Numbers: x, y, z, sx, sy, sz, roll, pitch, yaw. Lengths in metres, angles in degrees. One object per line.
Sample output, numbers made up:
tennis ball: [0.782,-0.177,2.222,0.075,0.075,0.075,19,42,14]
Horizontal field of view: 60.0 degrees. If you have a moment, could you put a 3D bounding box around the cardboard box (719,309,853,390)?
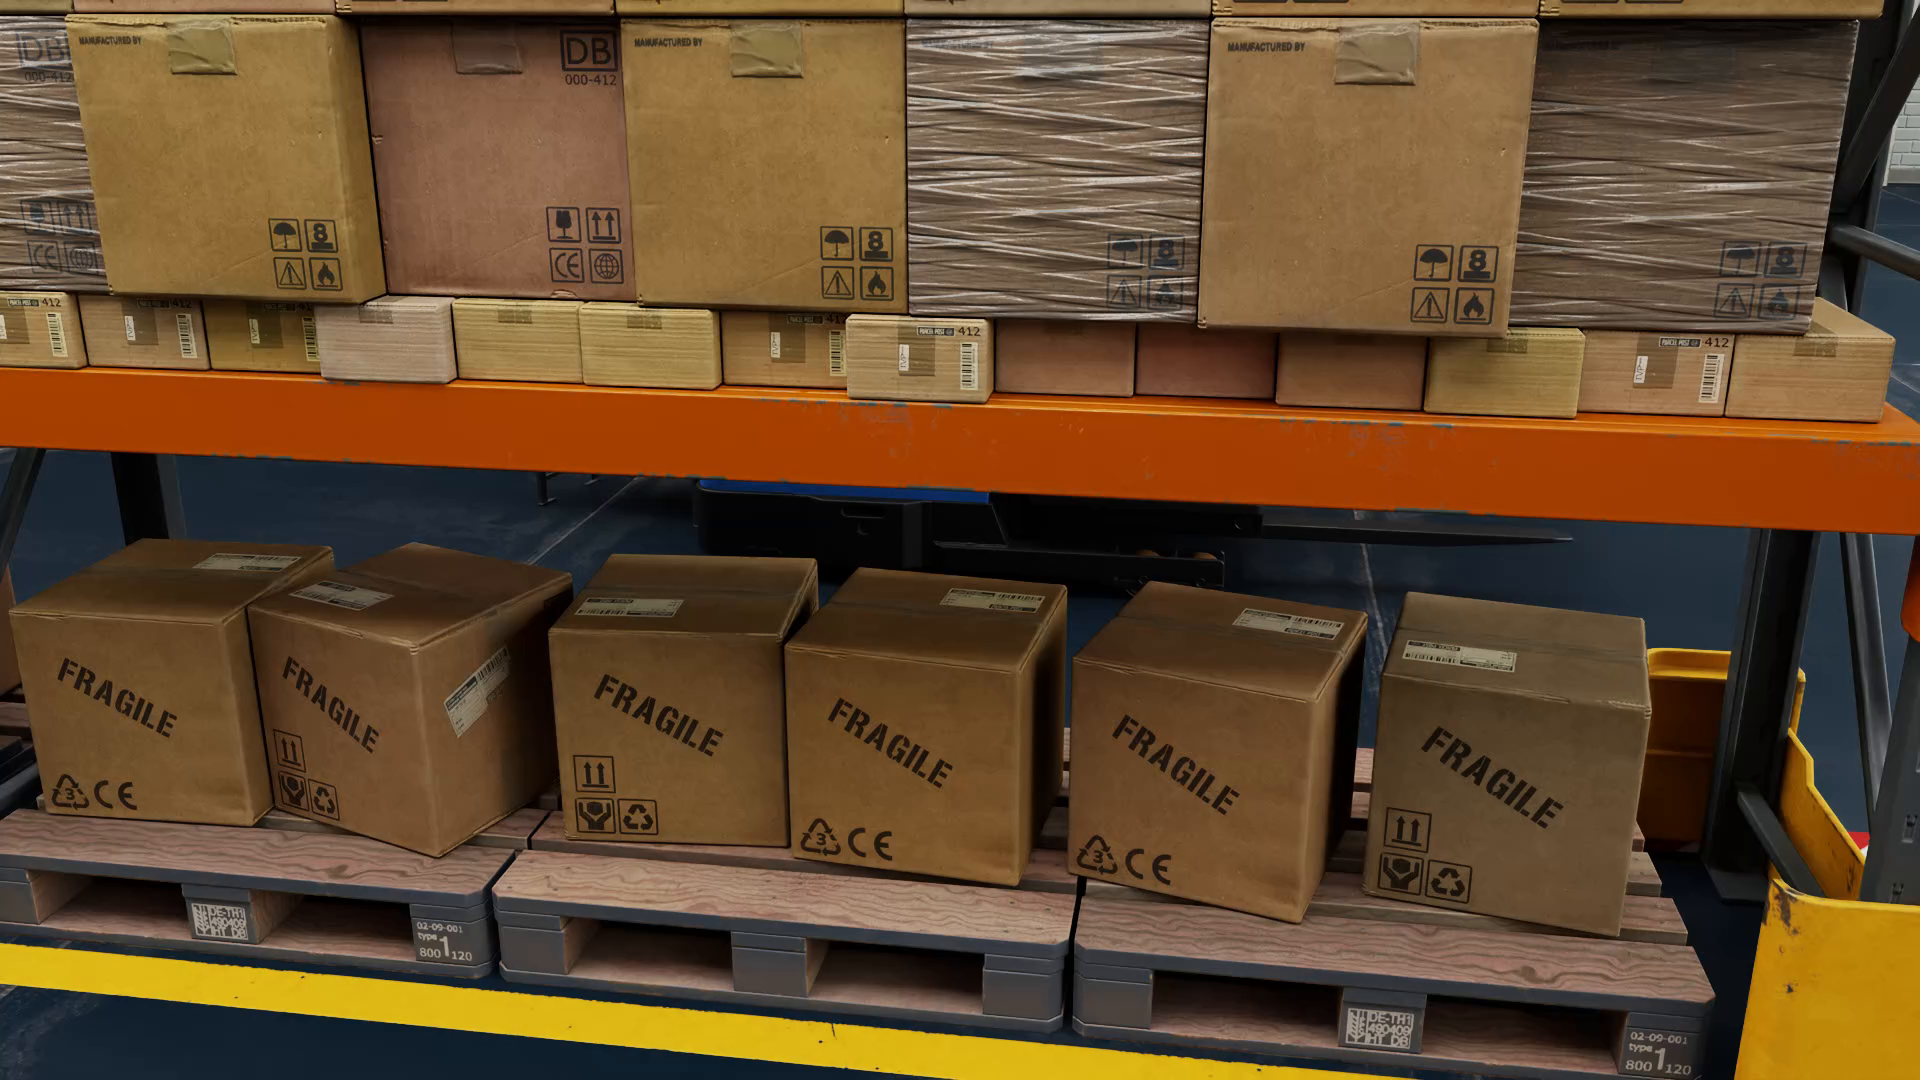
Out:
cardboard box: [-0.283,-0.406,3.185,0.250,0.149,0.380,3,19,9]

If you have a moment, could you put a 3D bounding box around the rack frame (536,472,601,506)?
rack frame: [-1.615,-0.907,6.651,0.023,1.500,0.400,8,20,22]

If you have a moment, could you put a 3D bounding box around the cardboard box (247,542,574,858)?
cardboard box: [-1.230,0.346,3.821,0.500,0.500,0.500,9,21,26]

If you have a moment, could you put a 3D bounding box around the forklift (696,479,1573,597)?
forklift: [0.622,-1.359,5.746,3.031,2.935,1.130,3,19,8]

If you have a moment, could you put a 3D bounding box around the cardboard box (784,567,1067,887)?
cardboard box: [-0.060,0.394,3.675,0.500,0.500,0.500,5,19,14]

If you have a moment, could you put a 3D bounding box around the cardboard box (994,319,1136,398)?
cardboard box: [0.213,-0.387,3.128,0.250,0.149,0.380,3,19,9]

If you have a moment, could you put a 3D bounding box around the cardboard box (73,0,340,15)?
cardboard box: [-1.287,-1.235,3.066,0.500,0.500,0.500,3,19,9]

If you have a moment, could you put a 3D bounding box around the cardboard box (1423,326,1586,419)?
cardboard box: [0.948,-0.338,2.983,0.250,0.149,0.380,3,19,9]

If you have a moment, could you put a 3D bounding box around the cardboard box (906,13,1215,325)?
cardboard box: [0.226,-0.750,3.189,0.500,0.500,0.875,3,19,9]

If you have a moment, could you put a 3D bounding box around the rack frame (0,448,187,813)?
rack frame: [-2.185,-0.700,3.667,0.127,3.000,1.000,3,19,9]

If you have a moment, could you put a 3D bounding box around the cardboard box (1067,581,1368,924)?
cardboard box: [0.555,0.432,3.563,0.500,0.500,0.500,8,20,23]

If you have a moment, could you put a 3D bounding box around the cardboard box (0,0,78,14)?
cardboard box: [-1.781,-1.260,3.140,0.500,0.500,0.500,3,19,9]

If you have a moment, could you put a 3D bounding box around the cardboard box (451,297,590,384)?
cardboard box: [-0.783,-0.420,3.228,0.250,0.149,0.380,3,19,9]

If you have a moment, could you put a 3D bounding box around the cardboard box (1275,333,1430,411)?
cardboard box: [0.704,-0.356,3.035,0.250,0.149,0.380,3,19,9]

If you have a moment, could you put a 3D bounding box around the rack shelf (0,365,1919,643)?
rack shelf: [-0.210,-0.258,3.481,4.000,0.370,1.077,3,19,9]

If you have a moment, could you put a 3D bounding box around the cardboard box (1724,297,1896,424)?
cardboard box: [1.450,-0.329,2.955,0.250,0.149,0.380,3,19,9]

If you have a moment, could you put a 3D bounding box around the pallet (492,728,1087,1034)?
pallet: [-0.308,0.706,3.860,1.213,0.211,1.003,3,19,9]

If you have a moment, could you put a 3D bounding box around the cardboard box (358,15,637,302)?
cardboard box: [-0.753,-0.816,3.389,0.500,0.500,0.875,3,19,9]

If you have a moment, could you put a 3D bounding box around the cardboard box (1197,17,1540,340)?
cardboard box: [0.713,-0.711,3.074,0.500,0.500,0.875,3,19,9]

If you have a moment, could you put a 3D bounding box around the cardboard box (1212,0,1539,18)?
cardboard box: [0.687,-1.135,2.765,0.500,0.500,0.500,3,19,9]

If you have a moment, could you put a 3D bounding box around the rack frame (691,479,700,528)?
rack frame: [-0.943,-0.815,6.376,0.023,1.500,0.400,8,20,22]

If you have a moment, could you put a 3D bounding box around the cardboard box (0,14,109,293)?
cardboard box: [-1.751,-0.846,3.479,0.500,0.500,0.875,3,19,9]

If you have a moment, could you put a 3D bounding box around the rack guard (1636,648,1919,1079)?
rack guard: [1.689,0.683,3.474,0.348,0.500,1.175,3,19,9]

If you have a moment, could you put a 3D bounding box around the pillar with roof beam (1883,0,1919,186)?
pillar with roof beam: [8.816,-6.670,12.056,0.400,9.000,9.100,3,19,9]

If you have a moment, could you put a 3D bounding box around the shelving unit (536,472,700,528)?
shelving unit: [-1.279,-0.861,6.514,0.755,1.500,0.431,8,20,22]

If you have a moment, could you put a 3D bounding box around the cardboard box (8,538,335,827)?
cardboard box: [-1.797,0.319,3.900,0.500,0.500,0.500,2,19,7]

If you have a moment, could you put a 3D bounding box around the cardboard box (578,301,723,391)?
cardboard box: [-0.537,-0.404,3.180,0.250,0.149,0.380,3,19,9]

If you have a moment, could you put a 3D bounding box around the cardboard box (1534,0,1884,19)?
cardboard box: [1.182,-1.111,2.695,0.500,0.500,0.500,3,19,9]

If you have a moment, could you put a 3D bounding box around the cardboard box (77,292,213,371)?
cardboard box: [-1.525,-0.455,3.332,0.250,0.149,0.380,3,19,9]

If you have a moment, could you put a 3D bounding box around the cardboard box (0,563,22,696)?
cardboard box: [-2.788,0.239,4.107,0.500,0.500,0.700,1,19,4]

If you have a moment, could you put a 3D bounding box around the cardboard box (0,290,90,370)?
cardboard box: [-1.776,-0.459,3.343,0.250,0.149,0.380,3,19,9]

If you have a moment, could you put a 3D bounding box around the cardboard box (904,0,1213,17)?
cardboard box: [0.194,-1.161,2.843,0.500,0.500,0.500,3,19,9]

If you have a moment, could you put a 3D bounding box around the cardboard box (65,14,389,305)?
cardboard box: [-1.263,-0.810,3.370,0.500,0.500,0.875,3,19,9]

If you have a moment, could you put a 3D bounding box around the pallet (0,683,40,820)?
pallet: [-2.954,0.584,4.225,1.213,0.211,1.003,3,19,9]

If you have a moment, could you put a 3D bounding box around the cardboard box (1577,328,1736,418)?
cardboard box: [1.203,-0.342,2.993,0.250,0.149,0.380,3,19,9]

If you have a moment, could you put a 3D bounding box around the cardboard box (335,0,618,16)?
cardboard box: [-0.794,-1.210,2.990,0.500,0.500,0.500,3,19,9]

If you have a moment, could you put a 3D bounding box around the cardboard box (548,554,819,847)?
cardboard box: [-0.604,0.352,3.801,0.500,0.500,0.500,1,19,4]

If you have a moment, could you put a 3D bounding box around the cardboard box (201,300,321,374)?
cardboard box: [-1.276,-0.445,3.303,0.250,0.149,0.380,3,19,9]

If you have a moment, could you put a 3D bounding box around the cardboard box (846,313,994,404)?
cardboard box: [-0.048,-0.372,3.082,0.250,0.149,0.380,3,19,9]

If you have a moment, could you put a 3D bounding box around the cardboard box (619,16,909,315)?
cardboard box: [-0.266,-0.778,3.276,0.500,0.500,0.875,3,19,9]

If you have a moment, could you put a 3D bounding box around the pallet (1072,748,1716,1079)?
pallet: [0.893,0.768,3.675,1.213,0.211,1.003,3,19,9]

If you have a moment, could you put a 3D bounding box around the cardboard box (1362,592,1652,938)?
cardboard box: [1.150,0.451,3.505,0.500,0.500,0.500,7,20,19]

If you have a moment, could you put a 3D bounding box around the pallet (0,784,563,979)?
pallet: [-1.516,0.645,4.042,1.213,0.211,1.003,3,19,9]

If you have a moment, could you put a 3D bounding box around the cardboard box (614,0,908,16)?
cardboard box: [-0.298,-1.188,2.925,0.500,0.500,0.500,3,19,9]

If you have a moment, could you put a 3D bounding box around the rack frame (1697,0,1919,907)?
rack frame: [1.764,-0.498,3.066,0.127,3.000,1.000,3,19,9]

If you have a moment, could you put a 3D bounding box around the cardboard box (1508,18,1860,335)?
cardboard box: [1.226,-0.723,3.111,0.500,0.500,0.875,3,19,9]

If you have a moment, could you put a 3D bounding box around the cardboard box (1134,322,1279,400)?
cardboard box: [0.464,-0.381,3.111,0.250,0.149,0.380,3,19,9]

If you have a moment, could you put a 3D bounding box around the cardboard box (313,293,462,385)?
cardboard box: [-1.036,-0.420,3.227,0.250,0.149,0.380,3,19,9]
